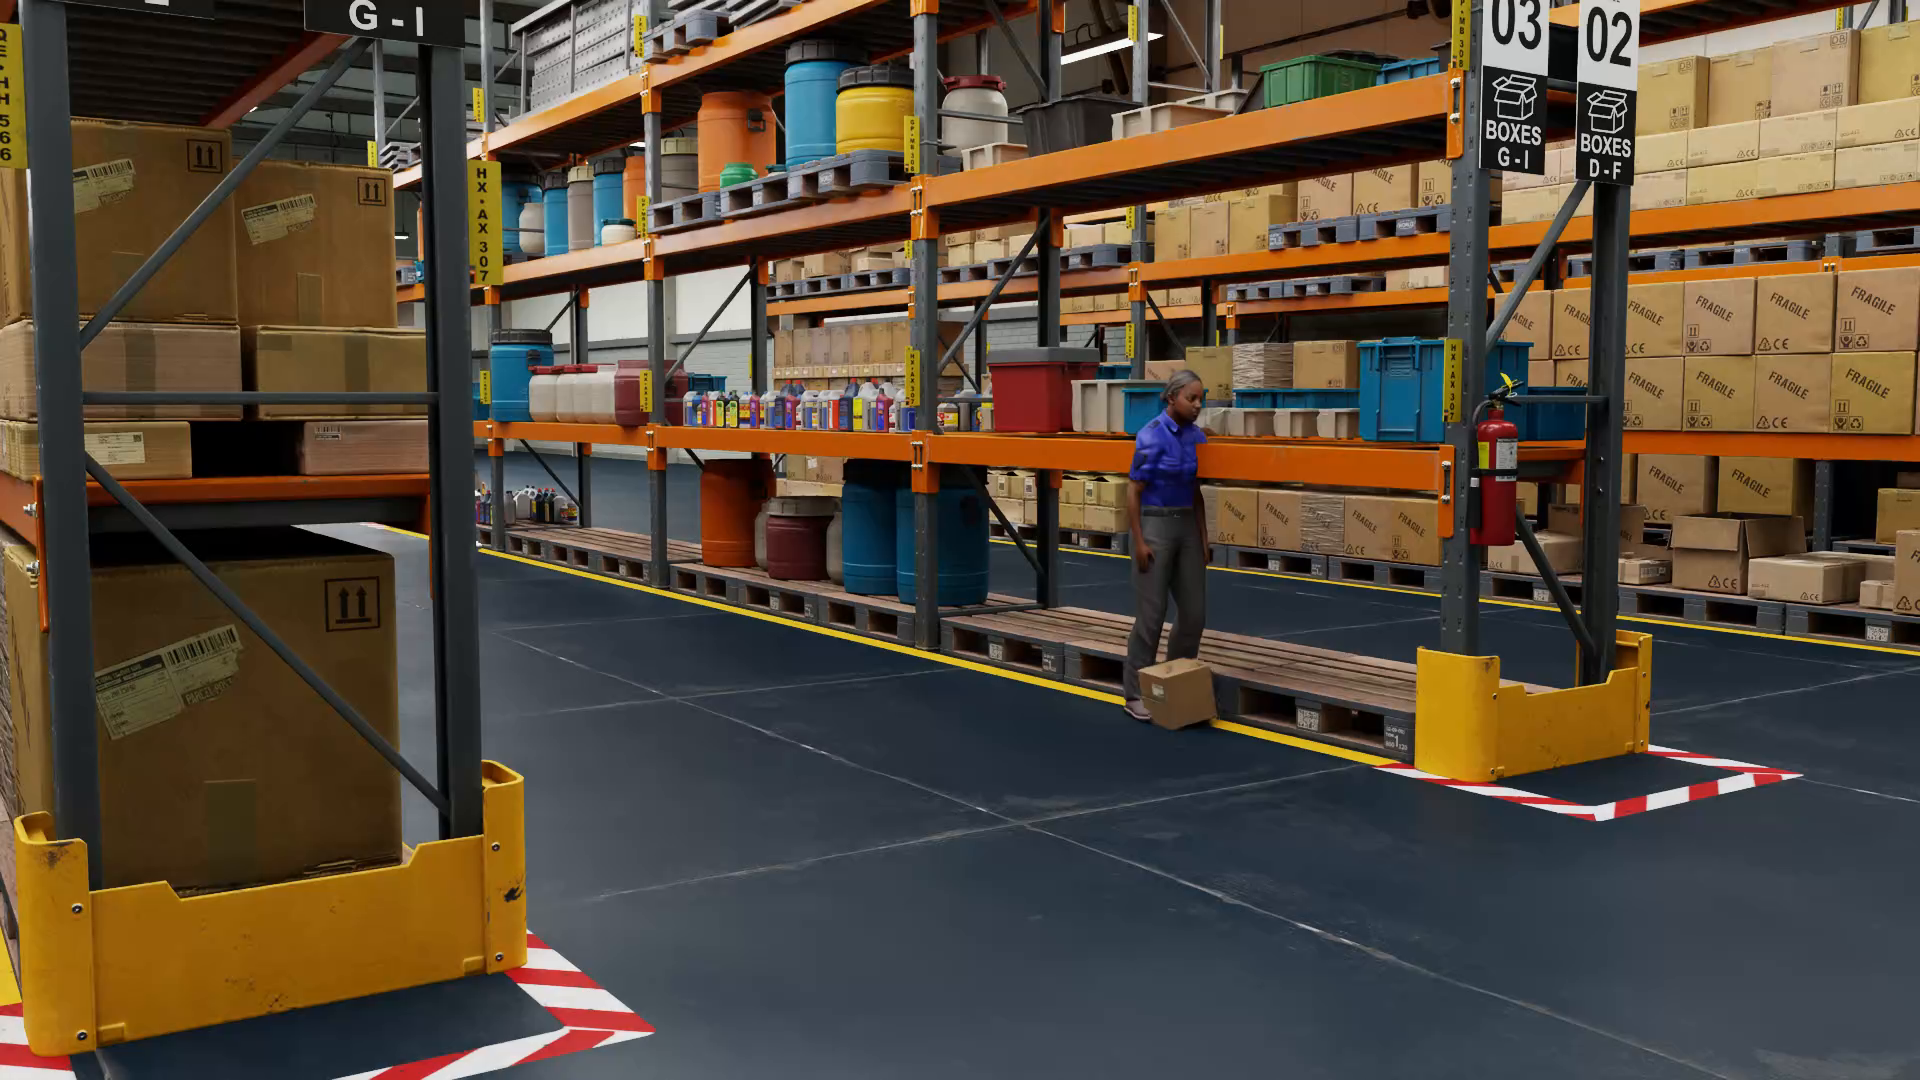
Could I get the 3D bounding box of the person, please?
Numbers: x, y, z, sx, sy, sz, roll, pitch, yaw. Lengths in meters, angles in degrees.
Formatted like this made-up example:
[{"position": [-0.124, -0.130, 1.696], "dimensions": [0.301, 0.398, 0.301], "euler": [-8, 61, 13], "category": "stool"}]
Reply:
[{"position": [1.001, 0.013, 7.958], "dimensions": [0.511, 1.654, 0.346], "euler": [-4, 6, -36], "category": "person"}]
